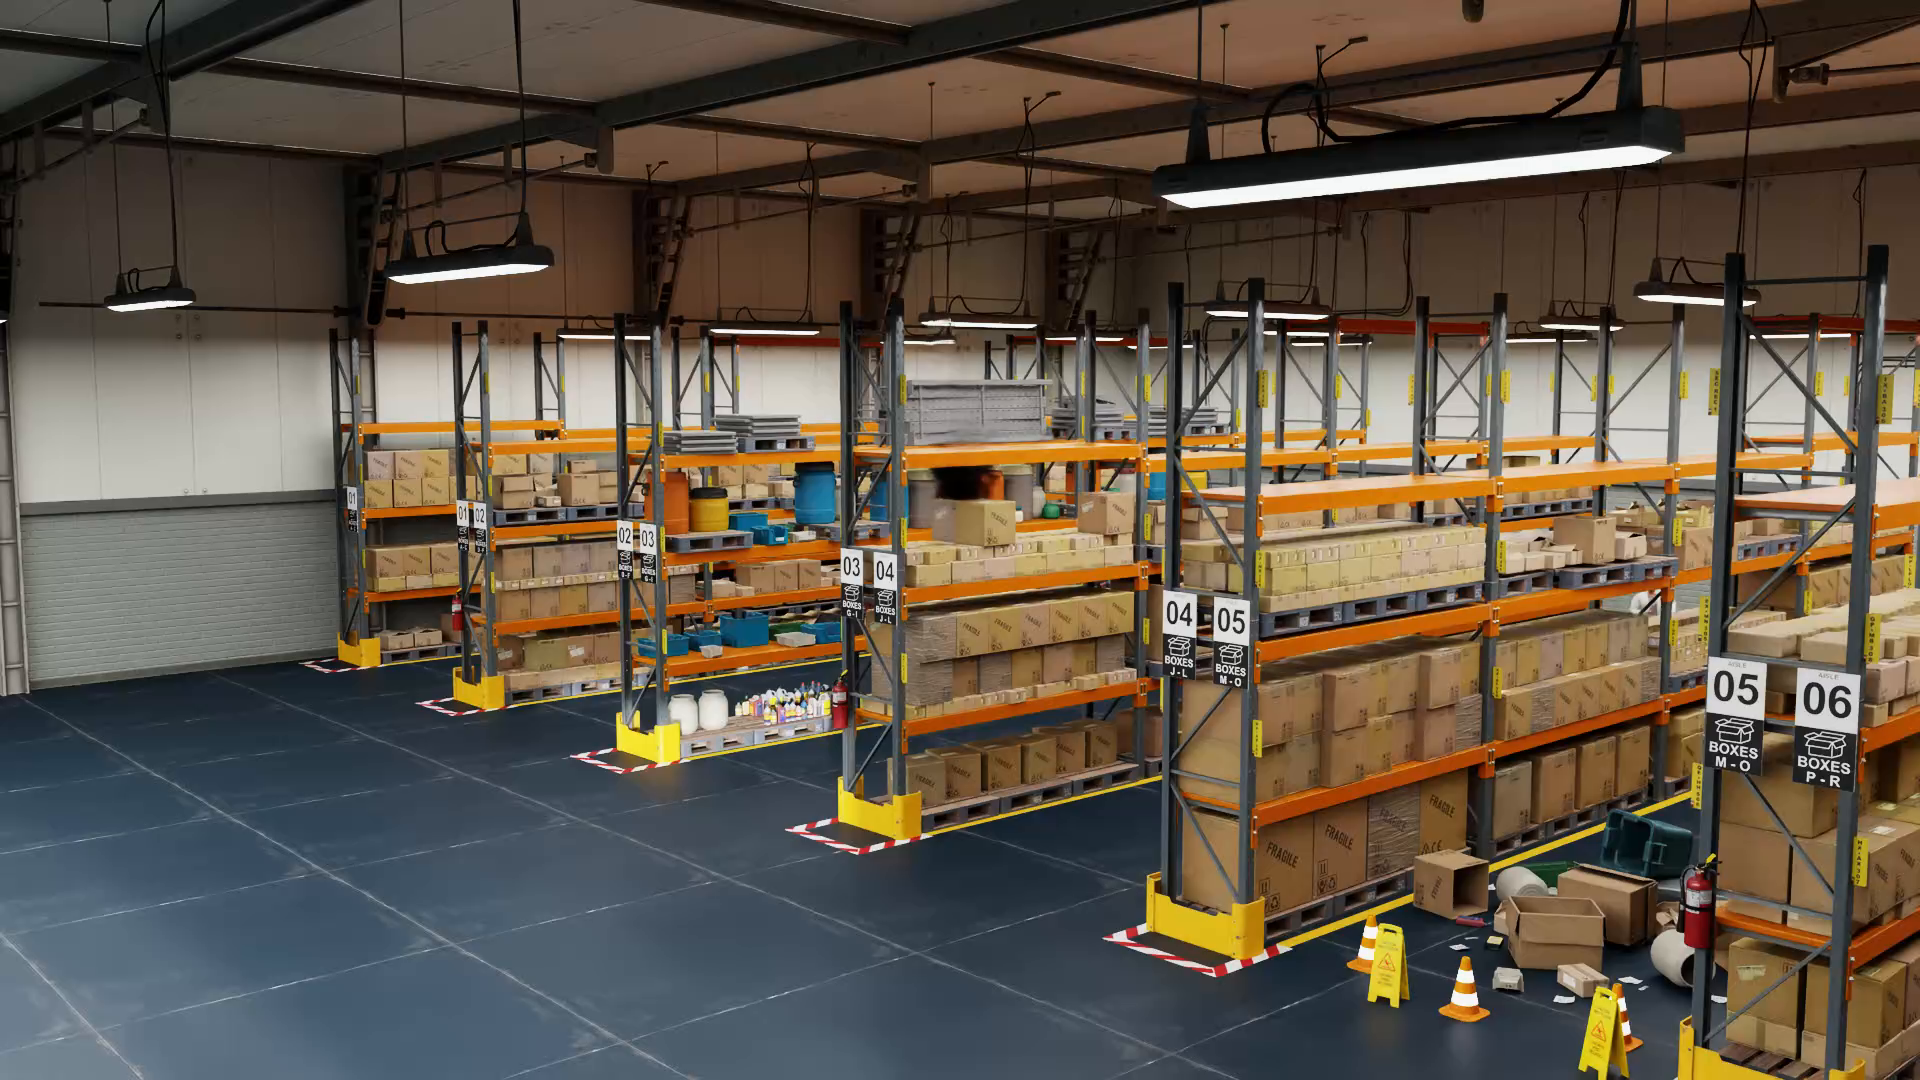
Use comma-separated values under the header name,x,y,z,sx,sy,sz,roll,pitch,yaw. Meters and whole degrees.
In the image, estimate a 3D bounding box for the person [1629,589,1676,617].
name,x,y,z,sx,sy,sz,roll,pitch,yaw
person,11.670,1.518,28.088,0.685,1.809,0.854,3,6,29
